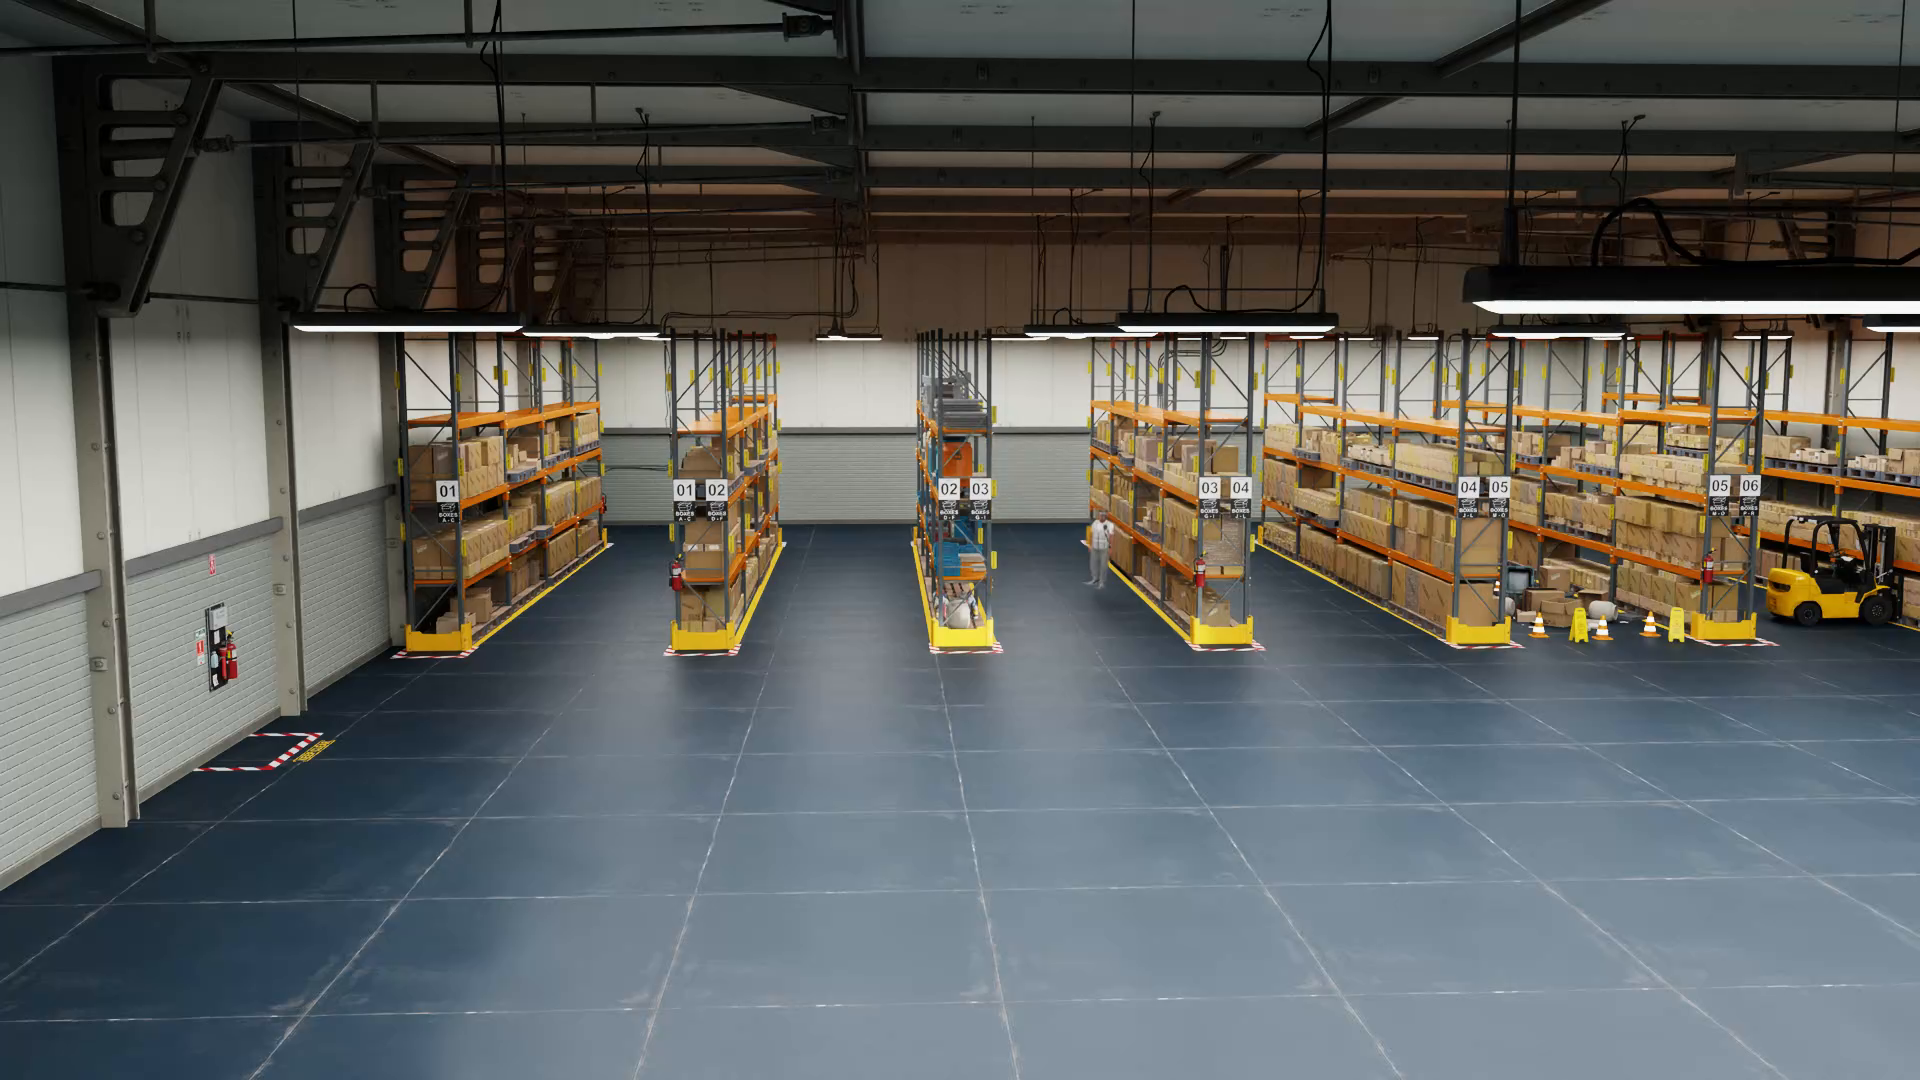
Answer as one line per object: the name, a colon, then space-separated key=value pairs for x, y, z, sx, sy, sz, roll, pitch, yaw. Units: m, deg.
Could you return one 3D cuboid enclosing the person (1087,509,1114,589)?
person: x=3.141 y=0.192 z=37.211 sx=0.642 sy=1.788 sz=0.486 roll=3 pitch=7 yaw=26
